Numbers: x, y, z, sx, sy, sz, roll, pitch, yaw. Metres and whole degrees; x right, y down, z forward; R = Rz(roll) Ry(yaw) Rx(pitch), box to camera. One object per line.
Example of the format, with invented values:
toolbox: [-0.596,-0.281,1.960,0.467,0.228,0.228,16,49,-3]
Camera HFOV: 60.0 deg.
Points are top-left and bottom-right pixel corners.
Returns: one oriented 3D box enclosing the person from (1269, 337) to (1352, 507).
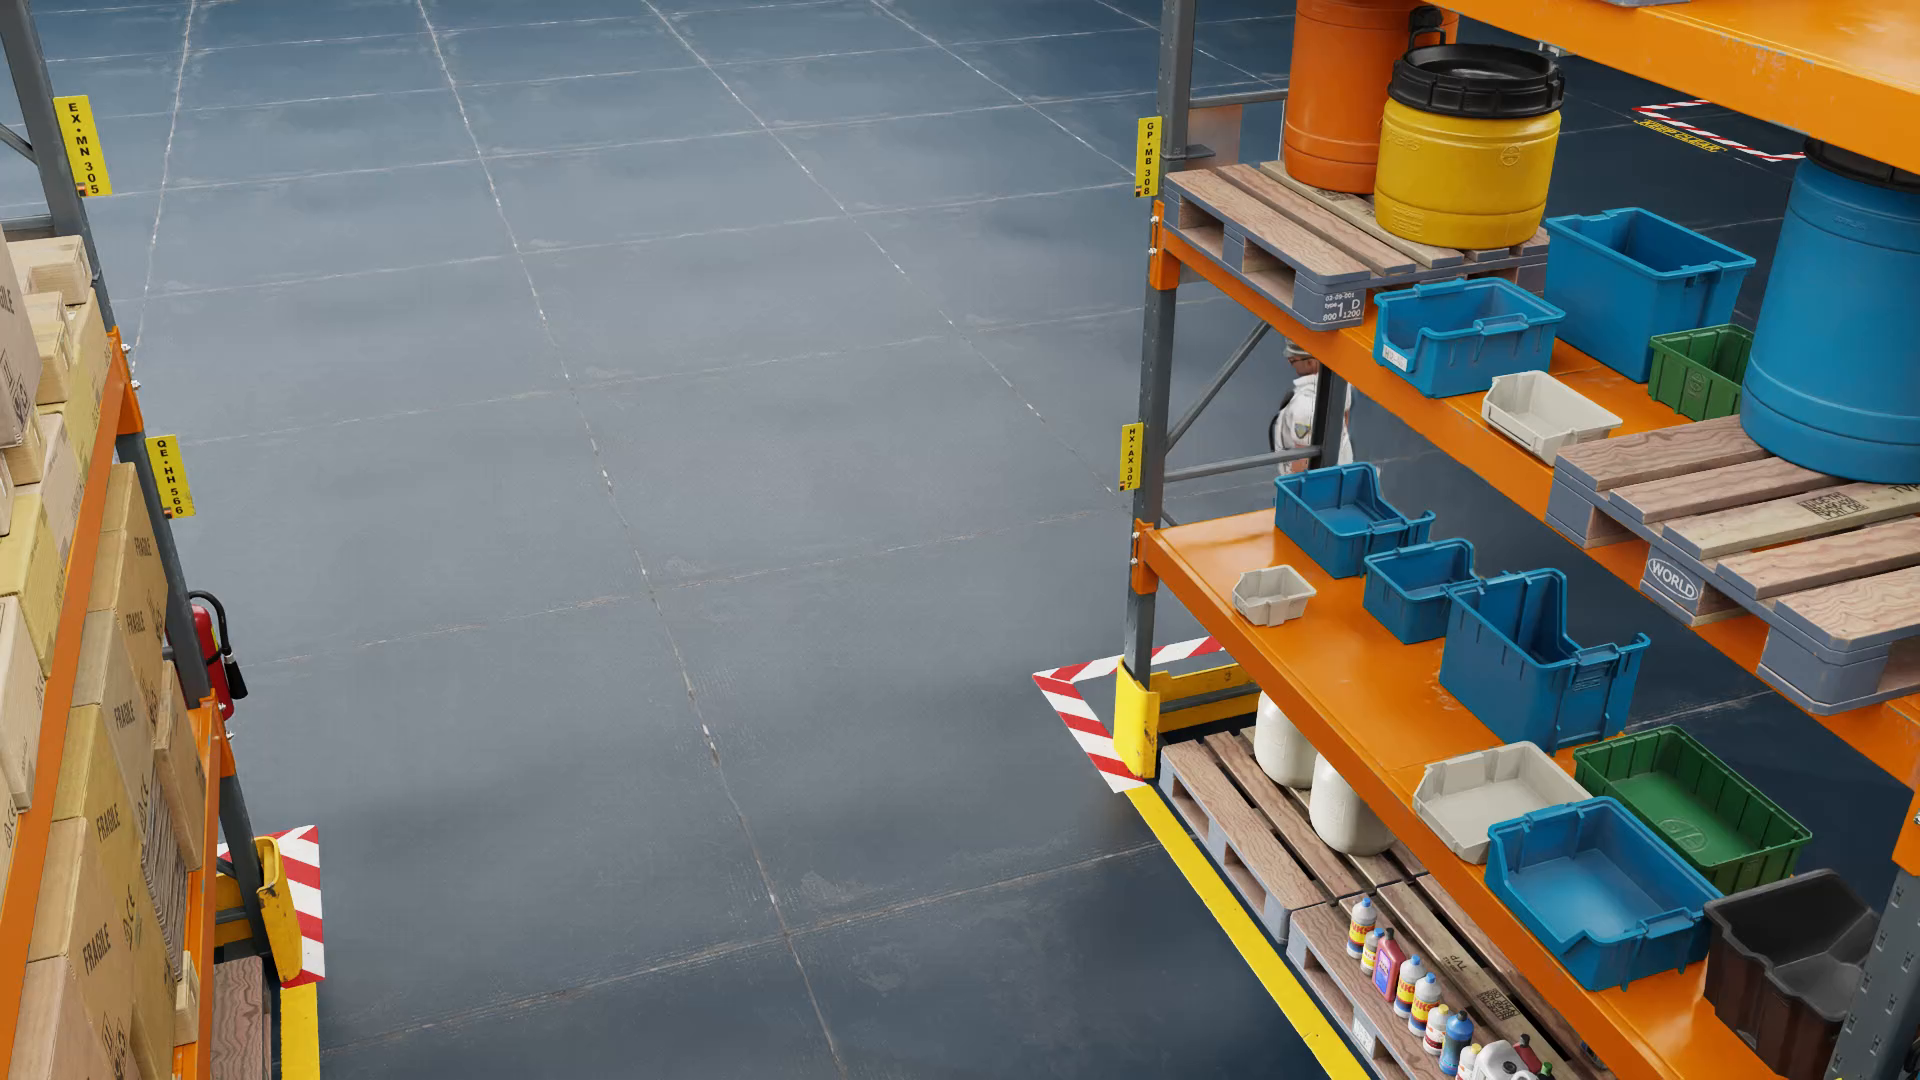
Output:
person: [1.919,-0.357,8.950,0.492,1.724,0.641,11,32,19]
